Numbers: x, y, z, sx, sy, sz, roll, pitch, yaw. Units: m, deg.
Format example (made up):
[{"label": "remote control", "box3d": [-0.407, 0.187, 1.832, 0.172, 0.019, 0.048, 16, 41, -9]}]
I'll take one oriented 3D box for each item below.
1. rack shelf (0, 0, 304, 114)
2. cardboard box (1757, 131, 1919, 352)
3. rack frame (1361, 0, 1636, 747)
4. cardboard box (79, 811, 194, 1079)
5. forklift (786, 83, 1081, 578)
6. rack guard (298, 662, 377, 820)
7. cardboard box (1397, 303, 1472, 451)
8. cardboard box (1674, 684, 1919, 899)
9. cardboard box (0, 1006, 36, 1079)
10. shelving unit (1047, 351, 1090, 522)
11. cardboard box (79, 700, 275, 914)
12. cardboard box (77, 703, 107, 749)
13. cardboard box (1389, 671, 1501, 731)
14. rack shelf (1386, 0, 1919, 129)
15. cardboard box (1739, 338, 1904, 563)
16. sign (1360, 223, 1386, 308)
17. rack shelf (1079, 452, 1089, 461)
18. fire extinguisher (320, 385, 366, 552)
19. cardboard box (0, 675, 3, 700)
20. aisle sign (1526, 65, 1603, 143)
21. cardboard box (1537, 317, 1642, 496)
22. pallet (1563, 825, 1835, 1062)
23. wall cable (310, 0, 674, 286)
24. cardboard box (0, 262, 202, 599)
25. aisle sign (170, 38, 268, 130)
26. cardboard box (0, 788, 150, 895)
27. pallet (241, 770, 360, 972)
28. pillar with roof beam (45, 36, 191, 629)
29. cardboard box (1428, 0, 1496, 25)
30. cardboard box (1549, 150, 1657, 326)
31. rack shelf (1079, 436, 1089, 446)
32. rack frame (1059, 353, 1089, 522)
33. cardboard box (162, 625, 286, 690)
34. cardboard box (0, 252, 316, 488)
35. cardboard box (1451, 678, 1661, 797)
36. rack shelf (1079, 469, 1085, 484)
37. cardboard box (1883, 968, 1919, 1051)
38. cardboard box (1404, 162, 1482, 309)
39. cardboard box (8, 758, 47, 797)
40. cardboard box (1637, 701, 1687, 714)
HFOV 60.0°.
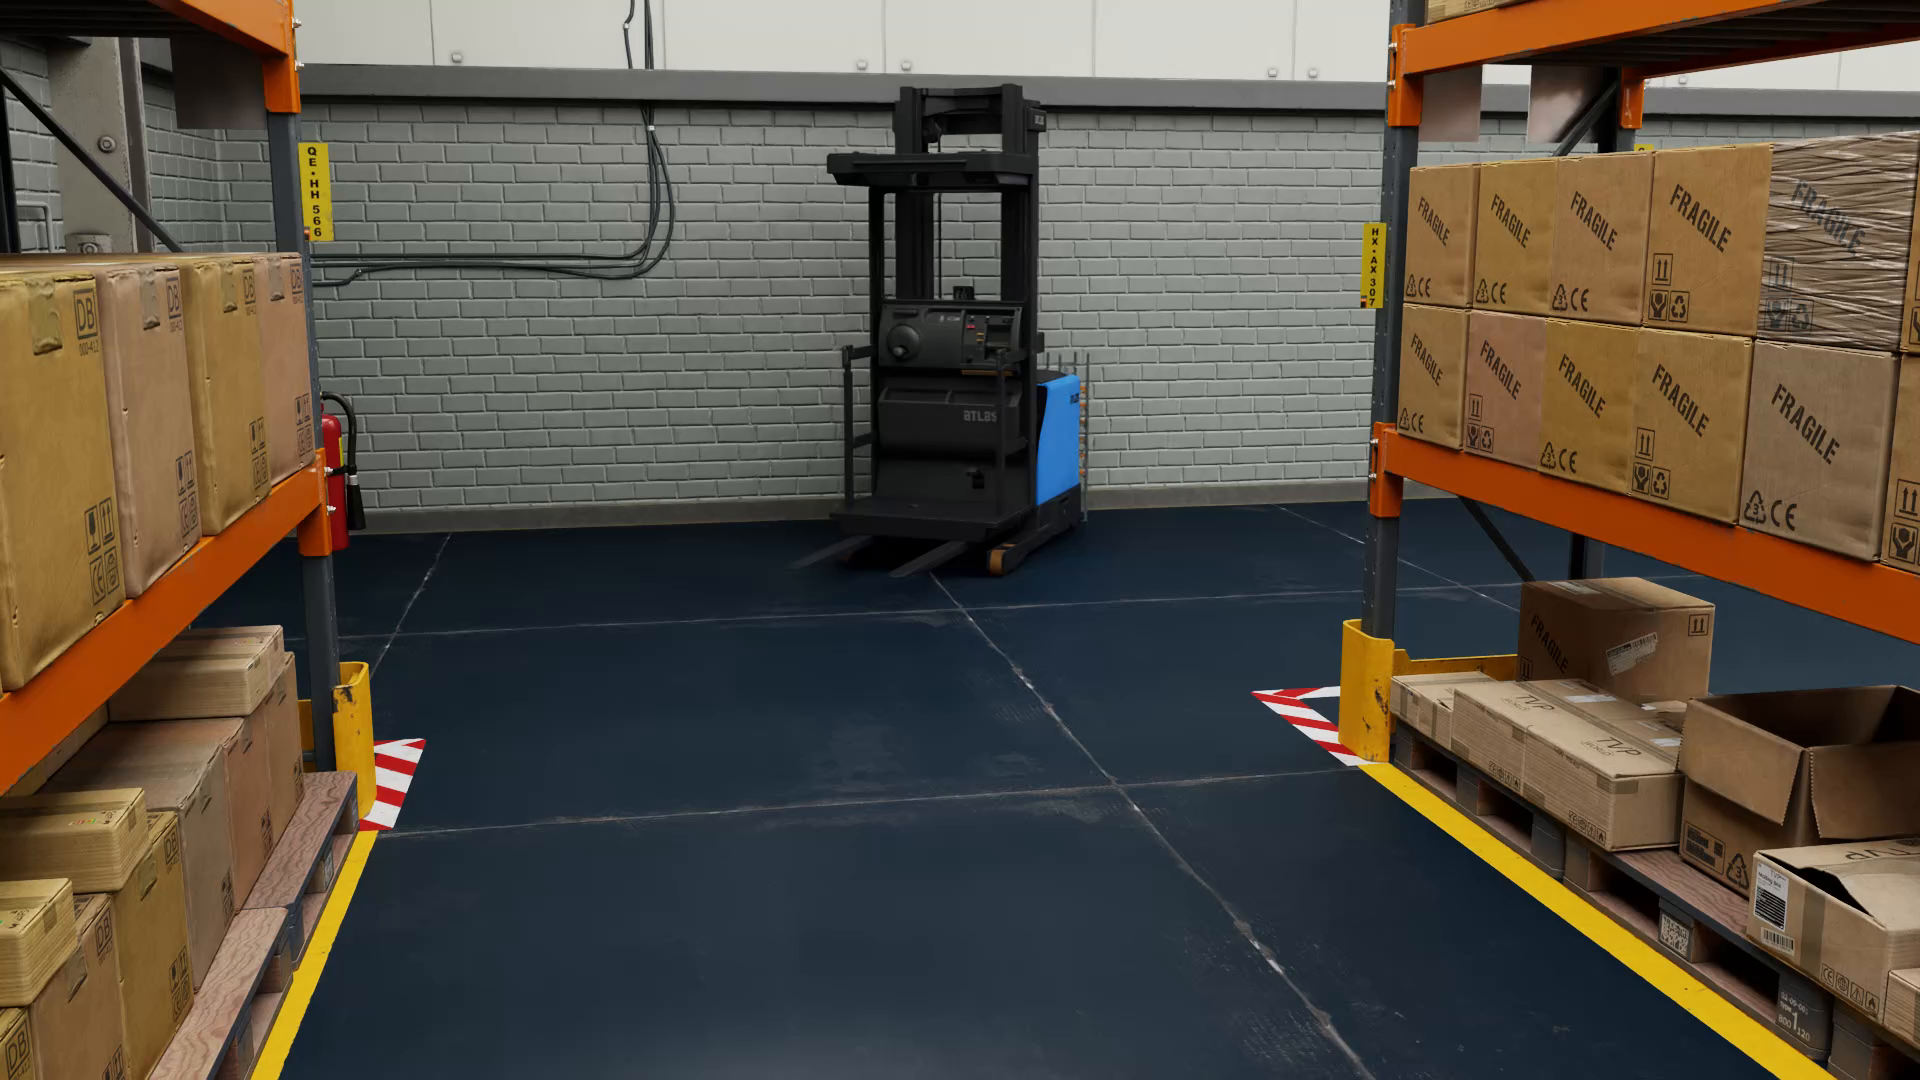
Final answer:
[{"label": "rack shelf", "box3d": [-2.333, -1.230, 3.538, 1.077, 0.370, 4.000, -2, 11, -11]}, {"label": "cardboard box", "box3d": [2.362, -0.734, 4.088, 0.500, 0.500, 0.500, -2, 11, -11]}, {"label": "rack frame", "box3d": [2.137, -0.658, 6.629, 1.000, 3.000, 0.127, -2, 11, -11]}, {"label": "cardboard box", "box3d": [-2.181, 0.951, 3.739, 0.700, 0.500, 0.500, -2, 11, -10]}, {"label": "forklift", "box3d": [-0.134, -1.307, 10.226, 1.130, 2.935, 3.031, 4, 11, 19]}, {"label": "rack guard", "box3d": [-2.726, 0.747, 5.936, 1.175, 0.500, 0.348, -2, 11, -11]}, {"label": "cardboard box", "box3d": [1.964, -0.616, 6.142, 0.500, 0.500, 0.500, -2, 11, -10]}, {"label": "cardboard box", "box3d": [2.544, 0.742, 4.776, 0.797, 0.503, 0.637, -2, 11, -11]}, {"label": "cardboard box", "box3d": [-1.989, 1.138, 2.759, 0.700, 0.500, 0.500, -2, 11, -10]}, {"label": "shelving unit", "box3d": [0.761, -0.731, 11.830, 0.258, 1.200, 0.189, -5, 12, -24]}, {"label": "cardboard box", "box3d": [-2.390, 0.761, 4.736, 0.700, 0.500, 0.500, -2, 11, -11]}, {"label": "cardboard box", "box3d": [-2.560, 0.474, 4.510, 0.380, 0.149, 0.250, -2, 11, -11]}, {"label": "cardboard box", "box3d": [1.881, 0.616, 6.385, 0.380, 0.149, 0.250, -2, 11, -11]}, {"label": "rack shelf", "box3d": [2.526, -1.411, 4.489, 1.077, 0.370, 4.000, -2, 11, -11]}, {"label": "cardboard box", "box3d": [2.362, -0.244, 4.189, 0.500, 0.500, 0.500, -2, 11, -10]}, {"label": "sign", "box3d": [1.604, -1.063, 6.444, 0.100, 0.325, 0.005, -2, 11, -11]}, {"label": "rack shelf", "box3d": [0.761, -0.570, 11.861, 0.258, 0.103, 0.180, -5, 12, -24]}, {"label": "fire extinguisher", "box3d": [-2.298, -0.300, 5.955, 0.296, 0.674, 0.183, -2, 11, -11]}, {"label": "cardboard box", "box3d": [-2.033, 0.009, 2.322, 0.980, 0.700, 0.700, -2, 11, -10]}, {"label": "aisle sign", "box3d": [2.424, -1.958, 6.510, 0.394, 0.787, 0.004, -2, 11, -11]}, {"label": "cardboard box", "box3d": [2.165, -0.429, 5.161, 0.500, 0.500, 0.500, -2, 11, -11]}, {"label": "pallet", "box3d": [2.541, 1.096, 4.875, 1.003, 0.211, 1.213, -2, 11, -11]}, {"label": "wall cable", "box3d": [-3.471, -2.949, 10.927, 3.097, 2.526, 0.112, -2, 11, -11]}, {"label": "cardboard box", "box3d": [-2.321, -0.258, 3.726, 0.980, 0.700, 0.700, -3, 11, -14]}, {"label": "aisle sign", "box3d": [-2.441, -1.778, 5.562, 0.394, 0.787, 0.004, -2, 11, -11]}, {"label": "cardboard box", "box3d": [-1.978, 0.654, 3.566, 0.380, 0.149, 0.250, -2, 11, -13]}, {"label": "pallet", "box3d": [-2.489, 1.037, 5.184, 1.003, 0.211, 1.213, -2, 11, -11]}, {"label": "pillar with roof beam", "box3d": [0.127, -4.044, 8.377, 9.100, 9.000, 0.400, -2, 11, -11]}, {"label": "cardboard box", "box3d": [1.987, -1.954, 5.819, 0.500, 0.250, 0.500, -2, 11, -11]}, {"label": "cardboard box", "box3d": [2.166, -0.919, 5.063, 0.500, 0.500, 0.500, -2, 11, -10]}, {"label": "rack shelf", "box3d": [0.761, -0.688, 11.839, 0.258, 0.103, 0.180, -5, 12, -24]}, {"label": "rack frame", "box3d": [0.799, -0.716, 11.748, 0.240, 1.200, 0.006, -5, 12, -24]}, {"label": "cardboard box", "box3d": [-2.284, 0.368, 5.068, 0.380, 0.149, 0.250, -2, 11, -12]}, {"label": "cardboard box", "box3d": [-2.613, -0.531, 5.161, 0.980, 0.700, 0.700, -2, 11, -8]}, {"label": "cardboard box", "box3d": [2.061, 0.679, 5.785, 0.500, 0.250, 0.500, -2, 11, -11]}, {"label": "rack shelf", "box3d": [0.761, -0.452, 11.884, 0.258, 0.103, 0.180, -5, 12, -24]}, {"label": "cardboard box", "box3d": [2.394, 1.100, 3.845, 0.380, 0.149, 0.250, -2, 11, -11]}, {"label": "cardboard box", "box3d": [1.964, -1.107, 6.048, 0.500, 0.500, 0.500, -2, 11, -9]}, {"label": "cardboard box", "box3d": [-2.460, 0.568, 4.018, 0.380, 0.149, 0.250, -2, 11, -10]}, {"label": "cardboard box", "box3d": [2.475, 0.686, 5.968, 0.380, 0.166, 0.250, -2, 11, -11]}]
